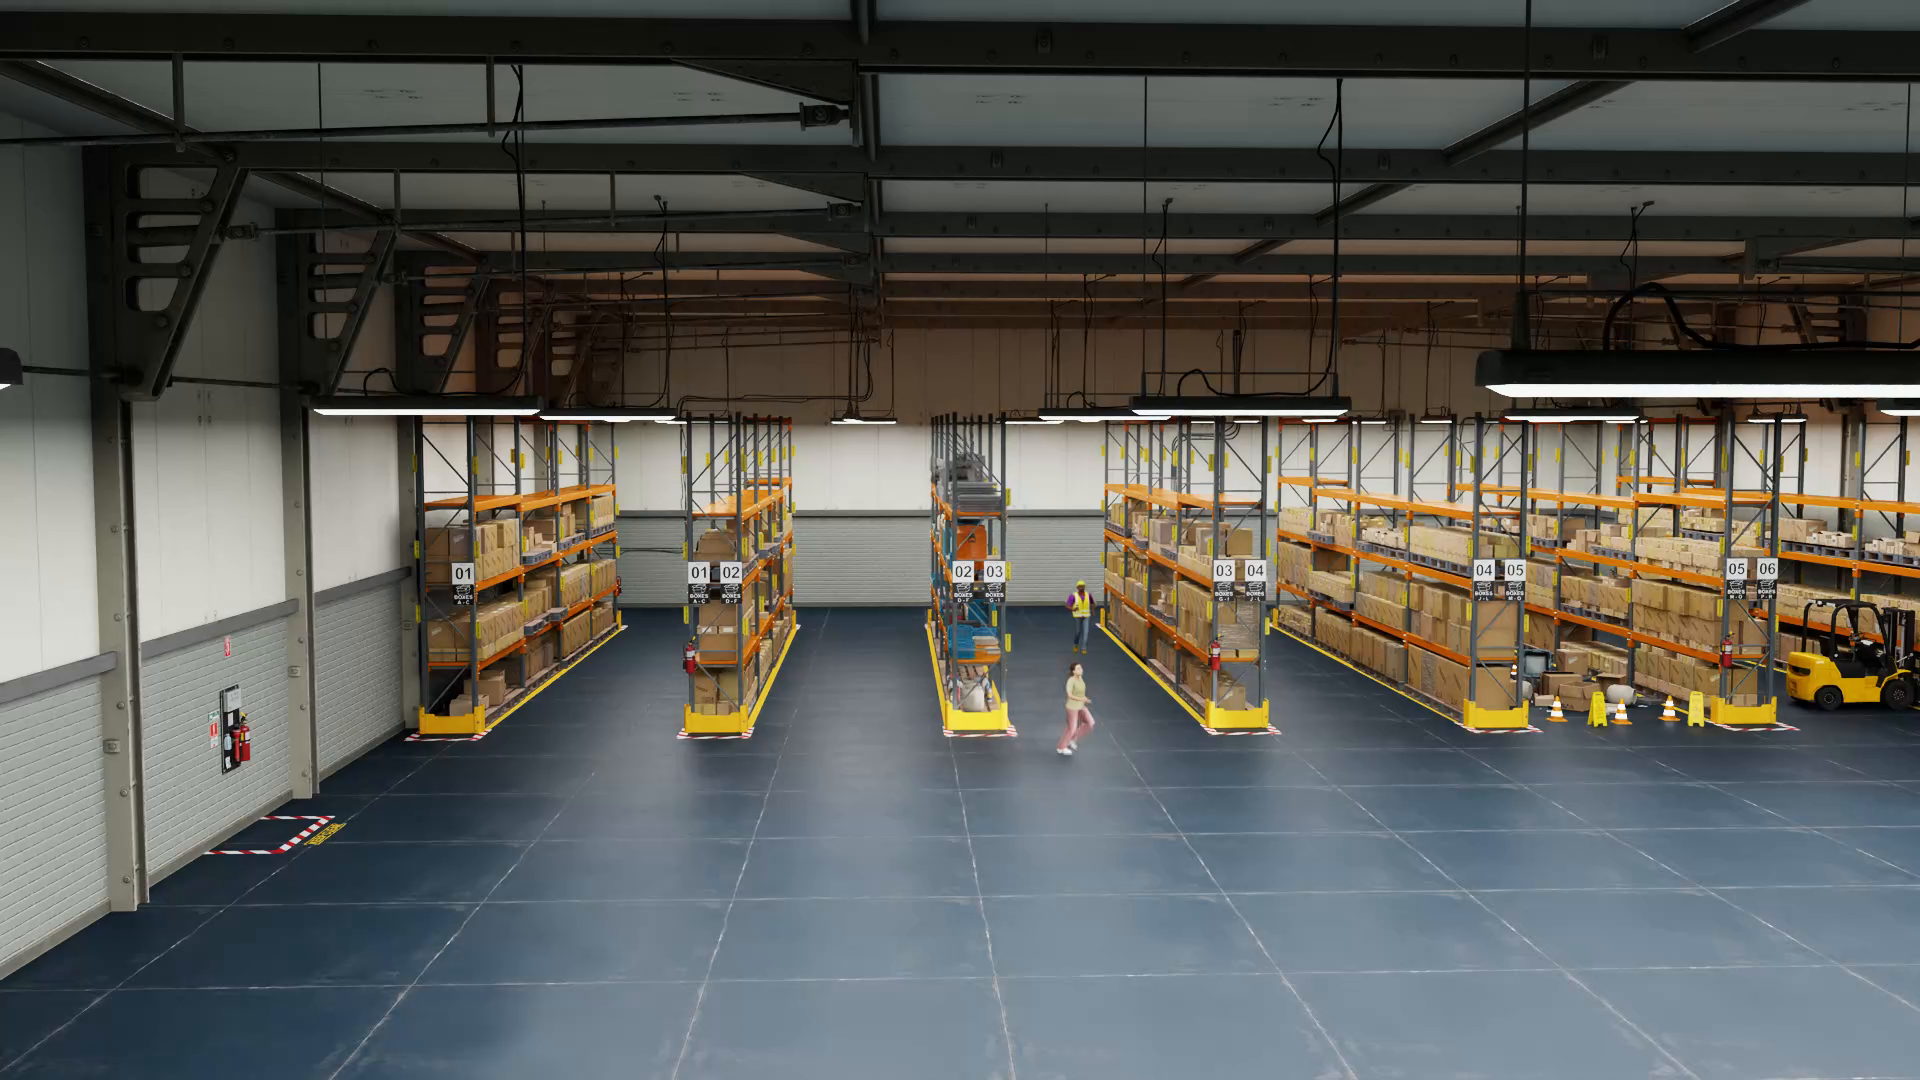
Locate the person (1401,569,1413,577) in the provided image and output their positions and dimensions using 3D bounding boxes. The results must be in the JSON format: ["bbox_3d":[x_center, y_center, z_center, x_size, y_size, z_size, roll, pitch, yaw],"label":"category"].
[{"bbox_3d":[13.187,1.504,49.262,0.969,1.660,0.570,0,4,-3],"label":"person"}]

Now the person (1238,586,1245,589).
[{"bbox_3d":[7.861,1.666,47.603,0.689,1.683,0.596,2,4,25],"label":"person"}]

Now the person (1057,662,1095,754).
[{"bbox_3d":[2.032,2.928,28.989,0.716,1.622,0.596,3,5,38],"label":"person"}]

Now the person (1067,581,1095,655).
[{"bbox_3d":[2.911,1.858,39.806,0.714,1.761,0.781,-1,4,-8],"label":"person"}]
